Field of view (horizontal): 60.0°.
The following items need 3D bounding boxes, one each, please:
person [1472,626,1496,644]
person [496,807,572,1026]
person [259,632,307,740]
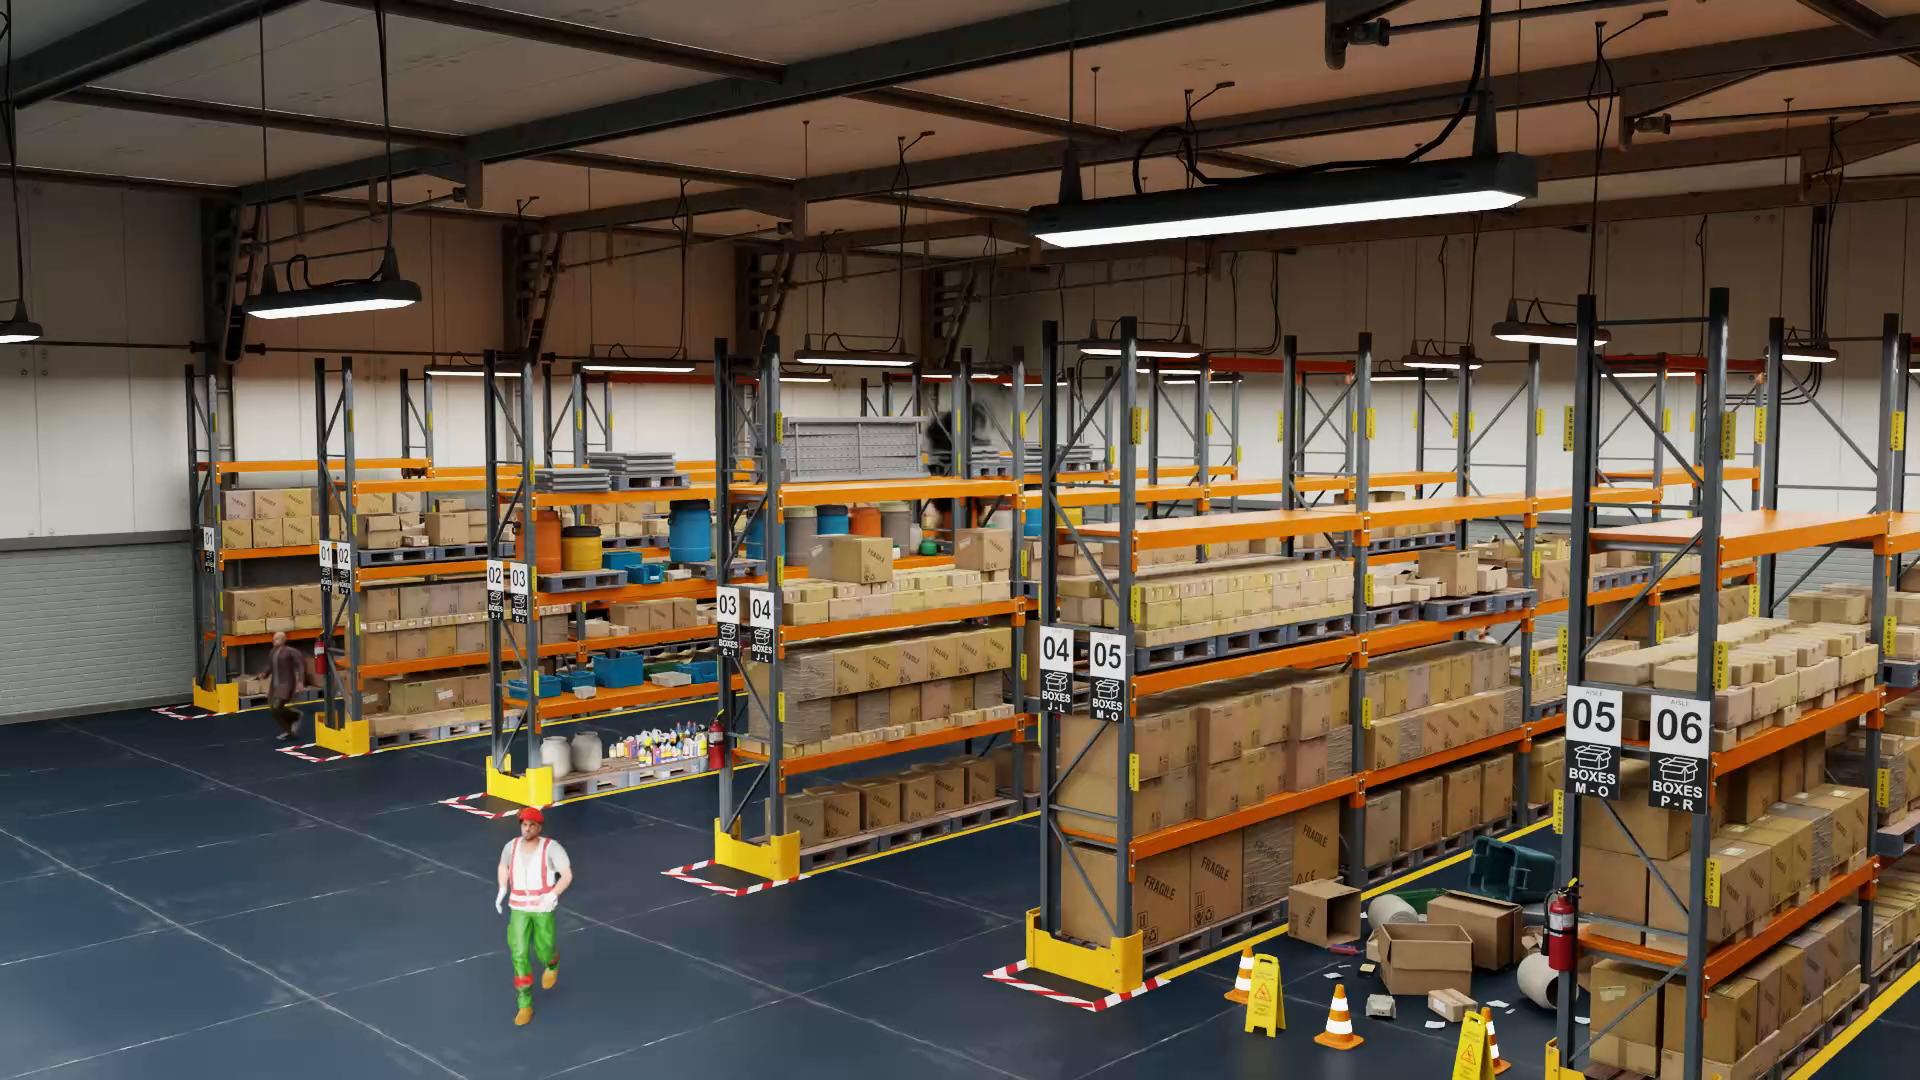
[{"bbox_3d":[8.814,2.194,27.956,0.514,1.691,0.934,3,5,36],"label":"person"},{"bbox_3d":[-3.682,3.180,14.383,0.675,1.787,0.887,0,4,0],"label":"person"},{"bbox_3d":[-10.715,2.306,26.251,0.727,1.727,0.645,2,5,26],"label":"person"}]
